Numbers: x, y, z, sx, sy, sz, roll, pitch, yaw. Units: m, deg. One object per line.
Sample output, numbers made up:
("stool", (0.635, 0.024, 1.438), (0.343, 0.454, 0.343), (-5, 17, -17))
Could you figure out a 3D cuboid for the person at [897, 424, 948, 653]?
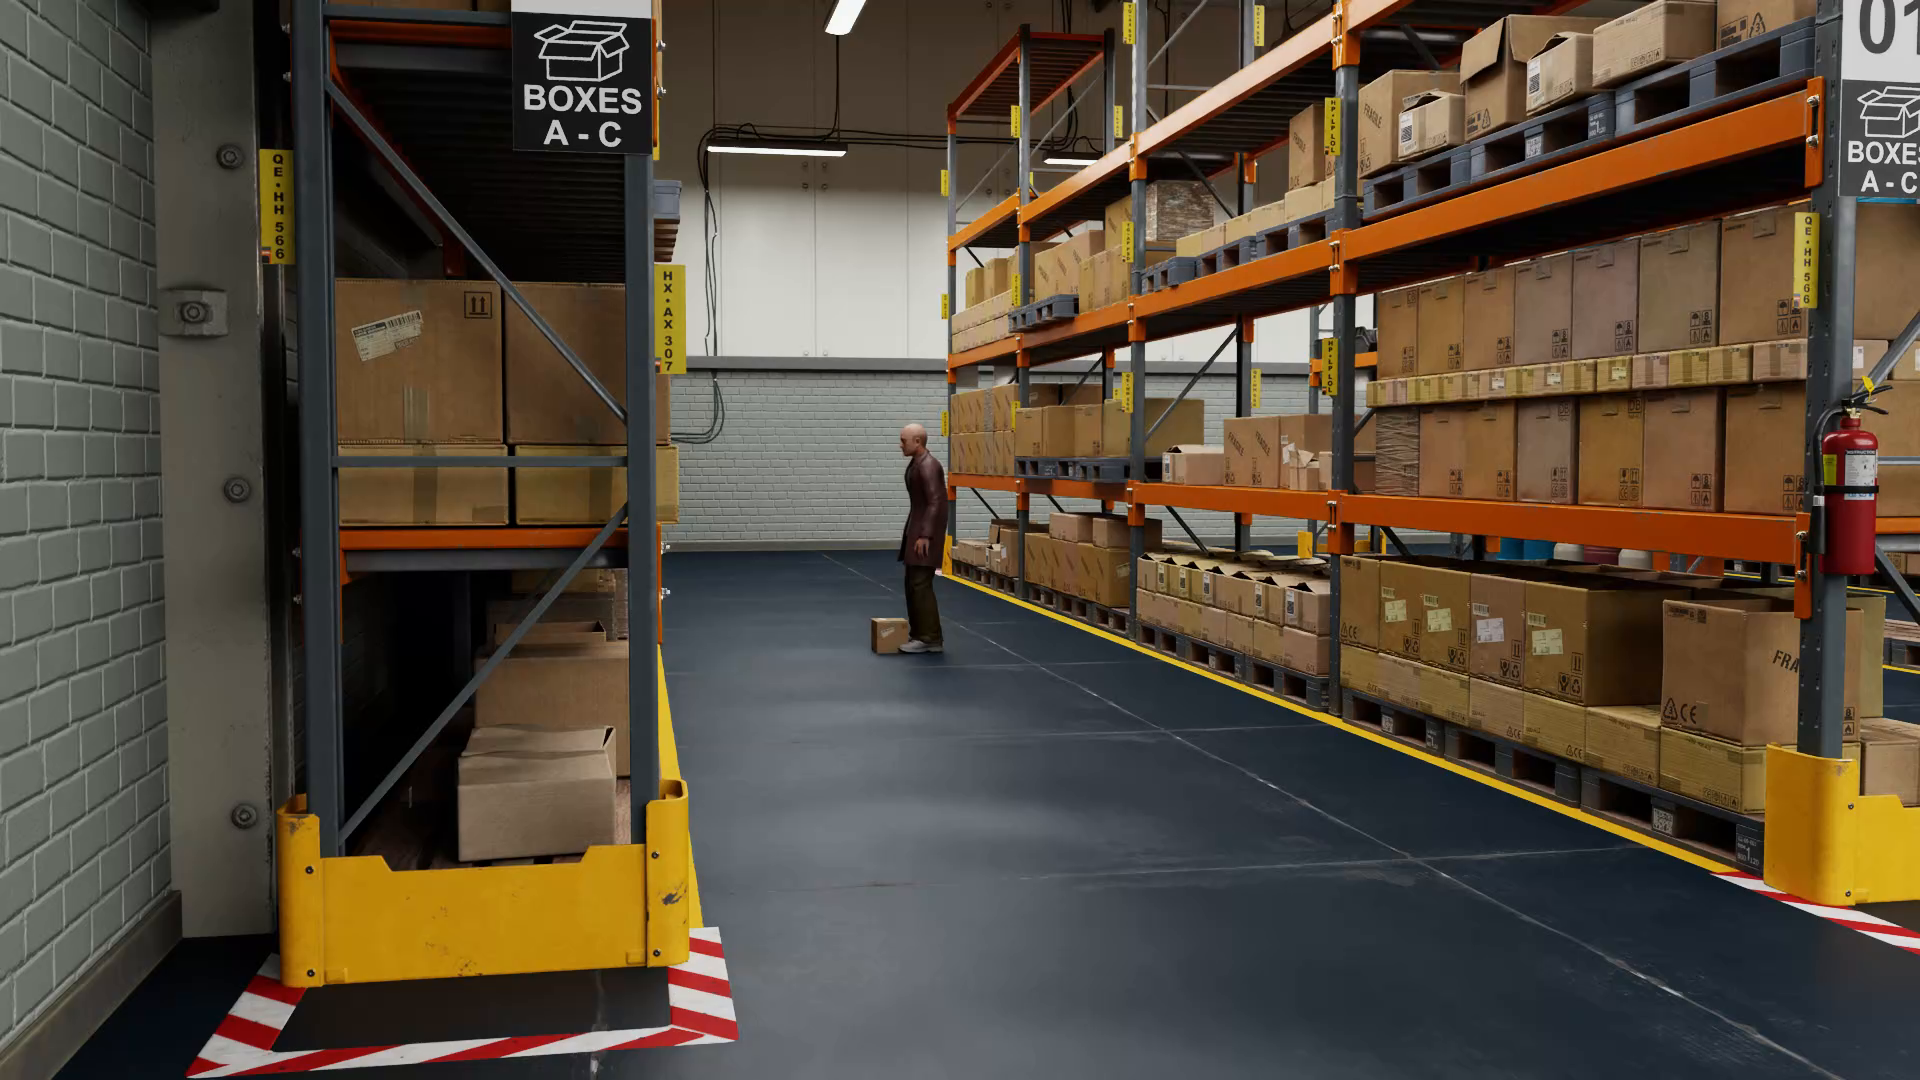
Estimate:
("person", (-0.306, -0.018, 12.969), (0.416, 1.774, 0.653), (-1, 3, -13))
